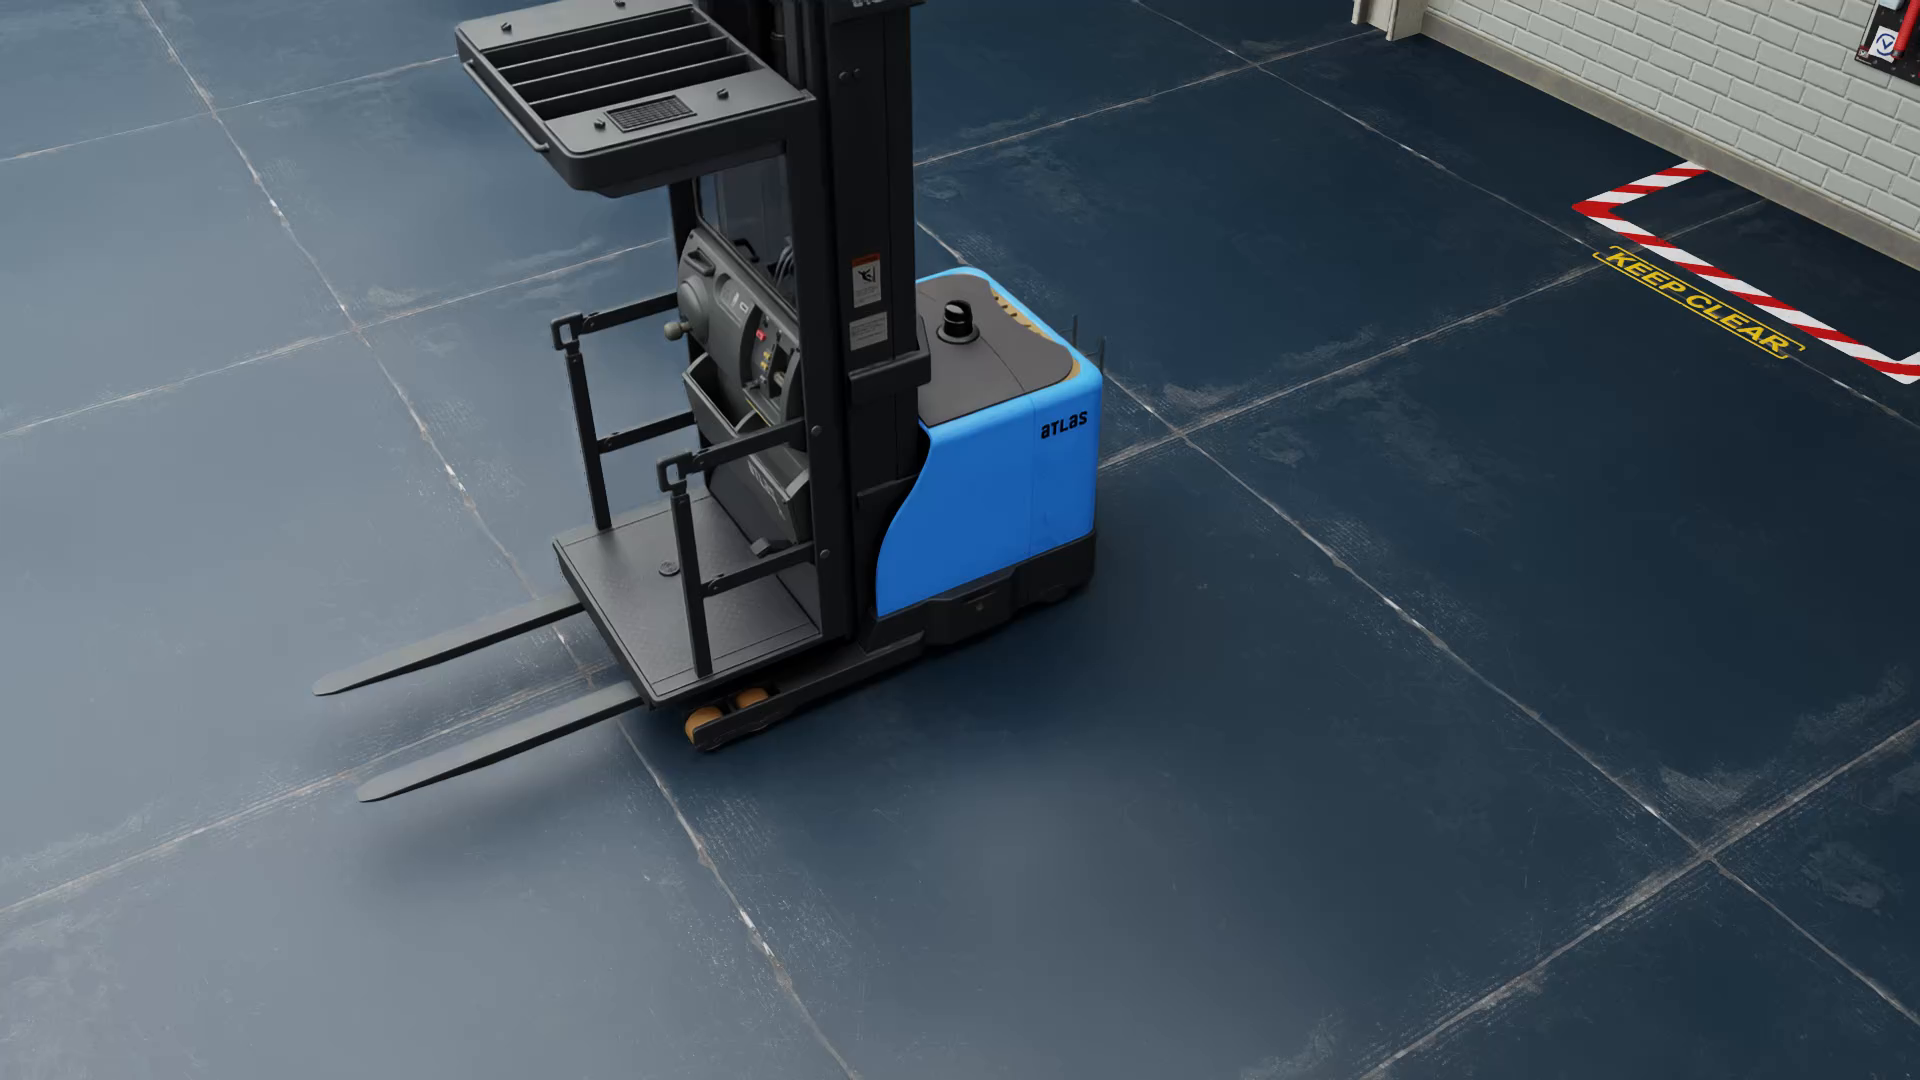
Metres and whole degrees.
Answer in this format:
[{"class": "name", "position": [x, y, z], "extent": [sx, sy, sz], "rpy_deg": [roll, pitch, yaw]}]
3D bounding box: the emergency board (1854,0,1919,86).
[{"class": "emergency board", "position": [4.888, -2.817, 8.287], "extent": [0.194, 1.169, 0.643], "rpy_deg": [-22, 45, -24]}]

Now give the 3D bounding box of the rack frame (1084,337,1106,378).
[{"class": "rack frame", "position": [0.495, -0.450, 7.087], "extent": [0.240, 0.900, 0.006], "rpy_deg": [-21, 44, -23]}]

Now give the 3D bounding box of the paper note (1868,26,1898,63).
[{"class": "paper note", "position": [4.851, -2.598, 8.713], "extent": [0.016, 0.148, 0.142], "rpy_deg": [-22, 45, -24]}]

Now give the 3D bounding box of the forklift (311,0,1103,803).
[{"class": "forklift", "position": [-0.966, -0.719, 5.824], "extent": [3.031, 2.935, 1.130], "rpy_deg": [-21, 44, -23]}]

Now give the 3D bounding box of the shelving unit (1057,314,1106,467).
[{"class": "shelving unit", "position": [0.443, -0.506, 7.154], "extent": [0.258, 0.900, 0.210], "rpy_deg": [-21, 44, -23]}]

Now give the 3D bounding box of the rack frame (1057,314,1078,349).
[{"class": "rack frame", "position": [0.391, -0.562, 7.221], "extent": [0.240, 0.900, 0.006], "rpy_deg": [-21, 44, -23]}]

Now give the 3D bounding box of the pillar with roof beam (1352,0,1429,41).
[{"class": "pillar with roof beam", "position": [-0.671, -5.531, 6.858], "extent": [9.100, 9.000, 0.400], "rpy_deg": [-22, 45, -24]}]
